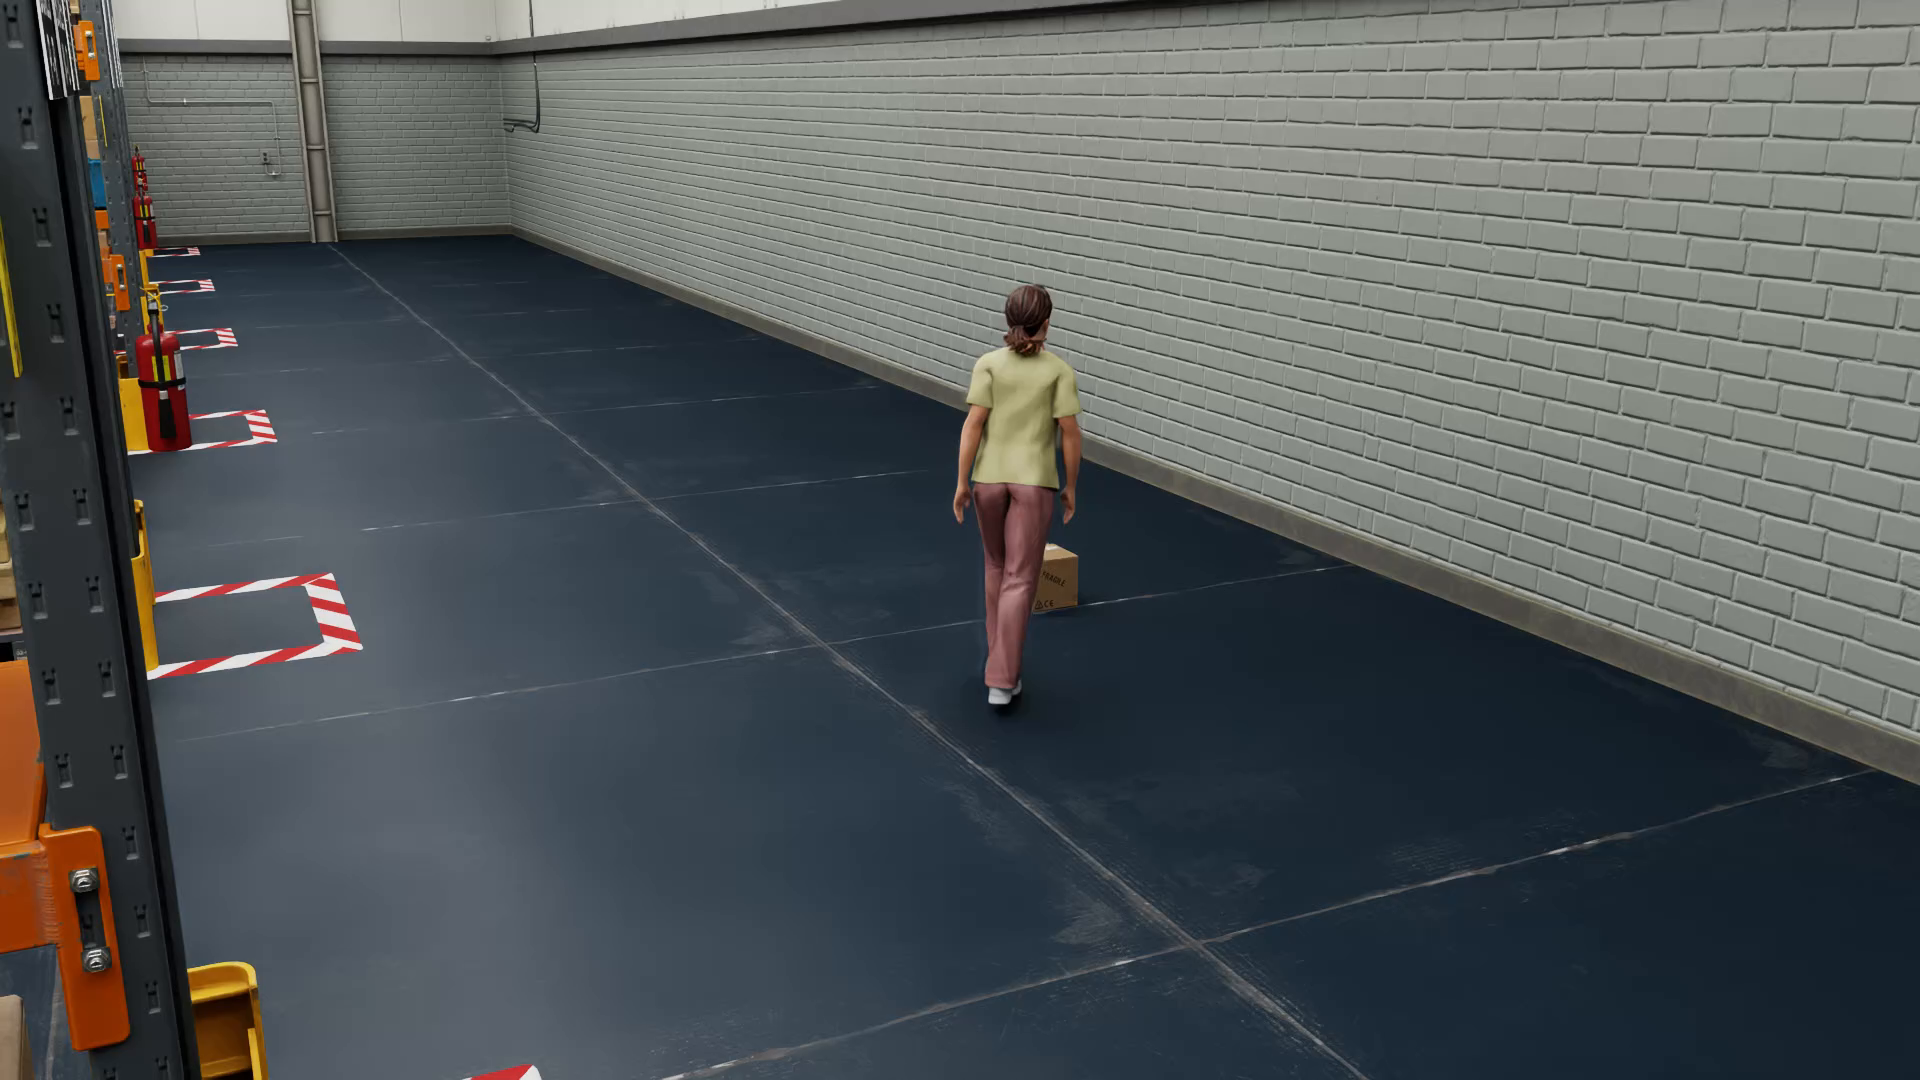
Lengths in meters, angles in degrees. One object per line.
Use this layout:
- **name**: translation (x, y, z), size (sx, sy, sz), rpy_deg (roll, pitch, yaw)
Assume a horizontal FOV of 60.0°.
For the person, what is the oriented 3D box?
- **person**: translation (0.246, -0.175, 6.720), size (0.479, 1.690, 0.690), rpy_deg (4, 16, 15)
